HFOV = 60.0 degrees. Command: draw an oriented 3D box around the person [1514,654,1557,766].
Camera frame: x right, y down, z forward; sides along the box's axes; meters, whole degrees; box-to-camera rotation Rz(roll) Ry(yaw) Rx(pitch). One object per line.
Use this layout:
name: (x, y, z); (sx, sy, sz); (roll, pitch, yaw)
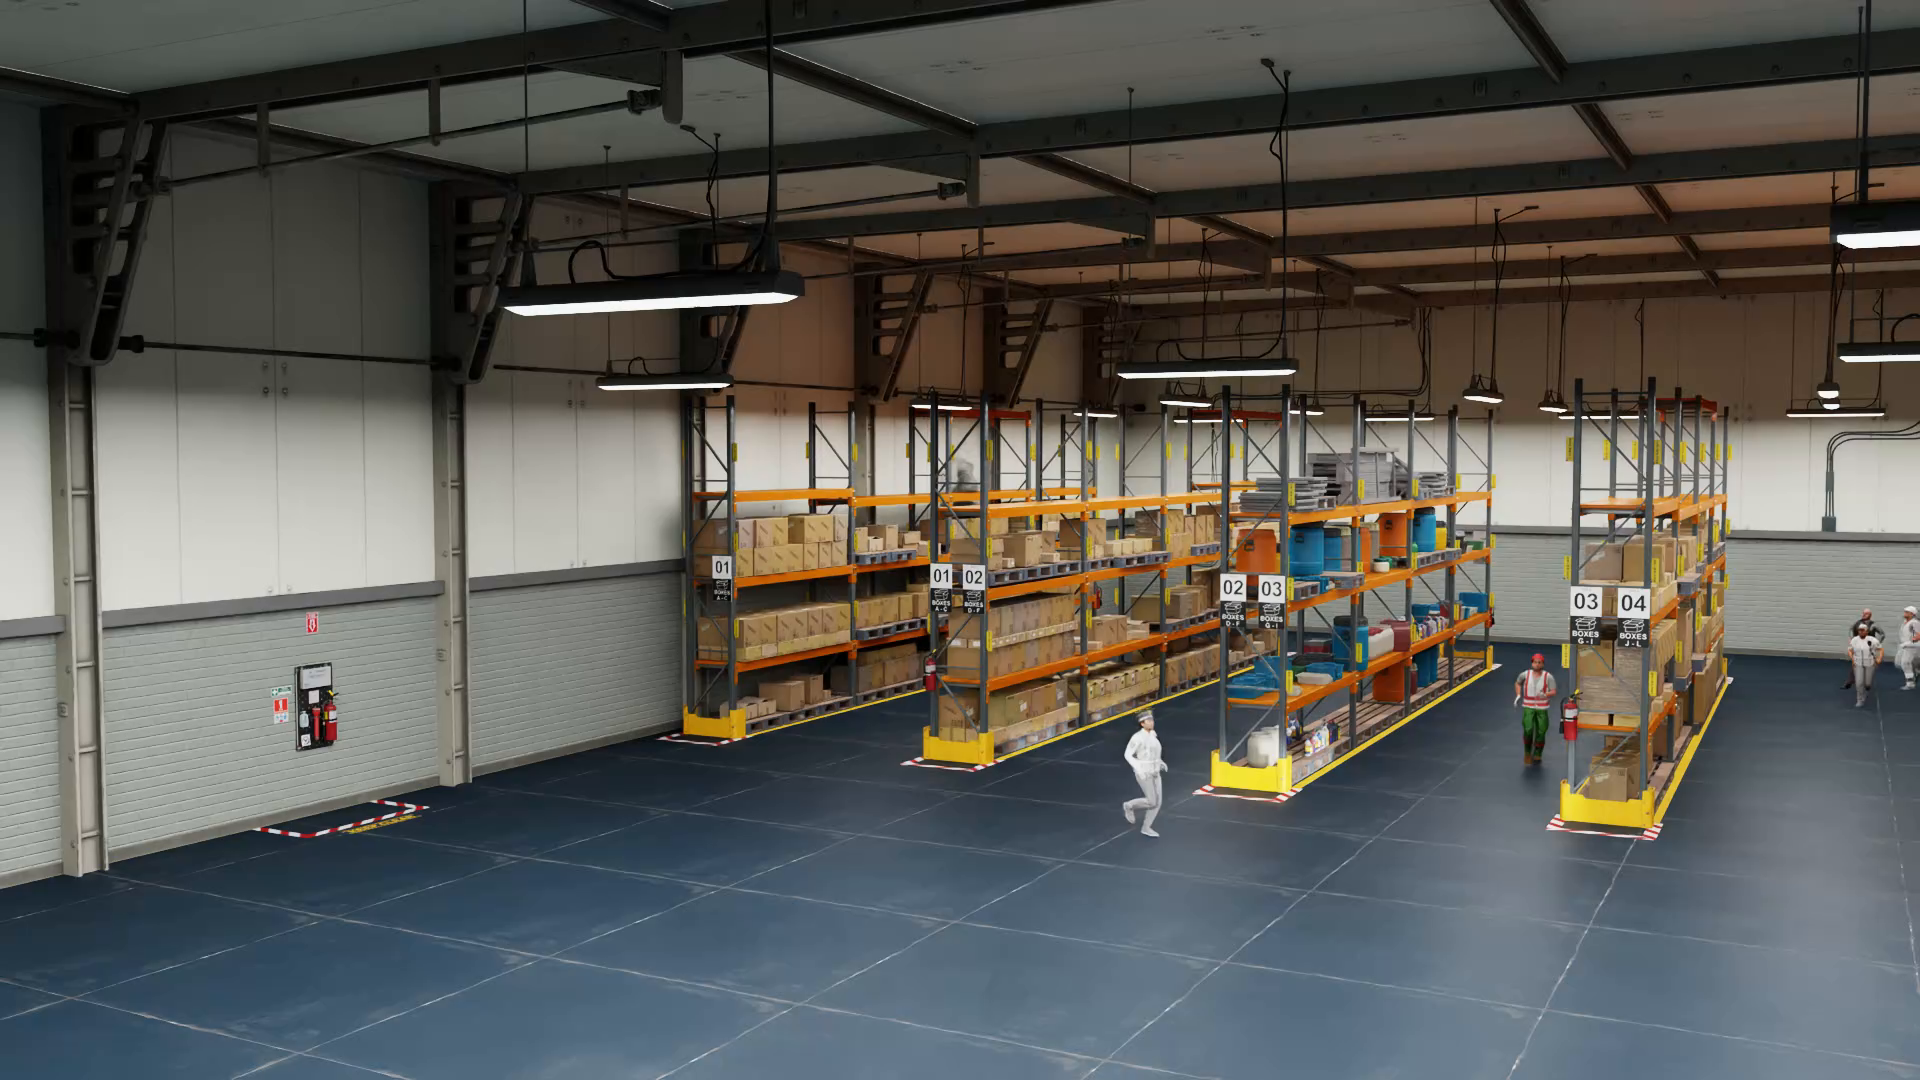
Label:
person: (9.183, 2.710, 26.537); (0.641, 1.792, 0.709); (1, 3, 19)

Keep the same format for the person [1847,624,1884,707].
person: (17.836, 2.483, 32.812); (0.597, 1.631, 0.610); (2, 4, 38)

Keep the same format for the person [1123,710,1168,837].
person: (2.427, 3.036, 21.764); (0.615, 1.657, 0.555); (-3, 4, -44)

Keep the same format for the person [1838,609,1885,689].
person: (19.016, 2.297, 35.062); (0.955, 1.694, 0.729); (-1, 3, -24)

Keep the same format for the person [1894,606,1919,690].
person: (20.145, 2.283, 35.208); (0.573, 1.764, 0.672); (0, 3, 6)
